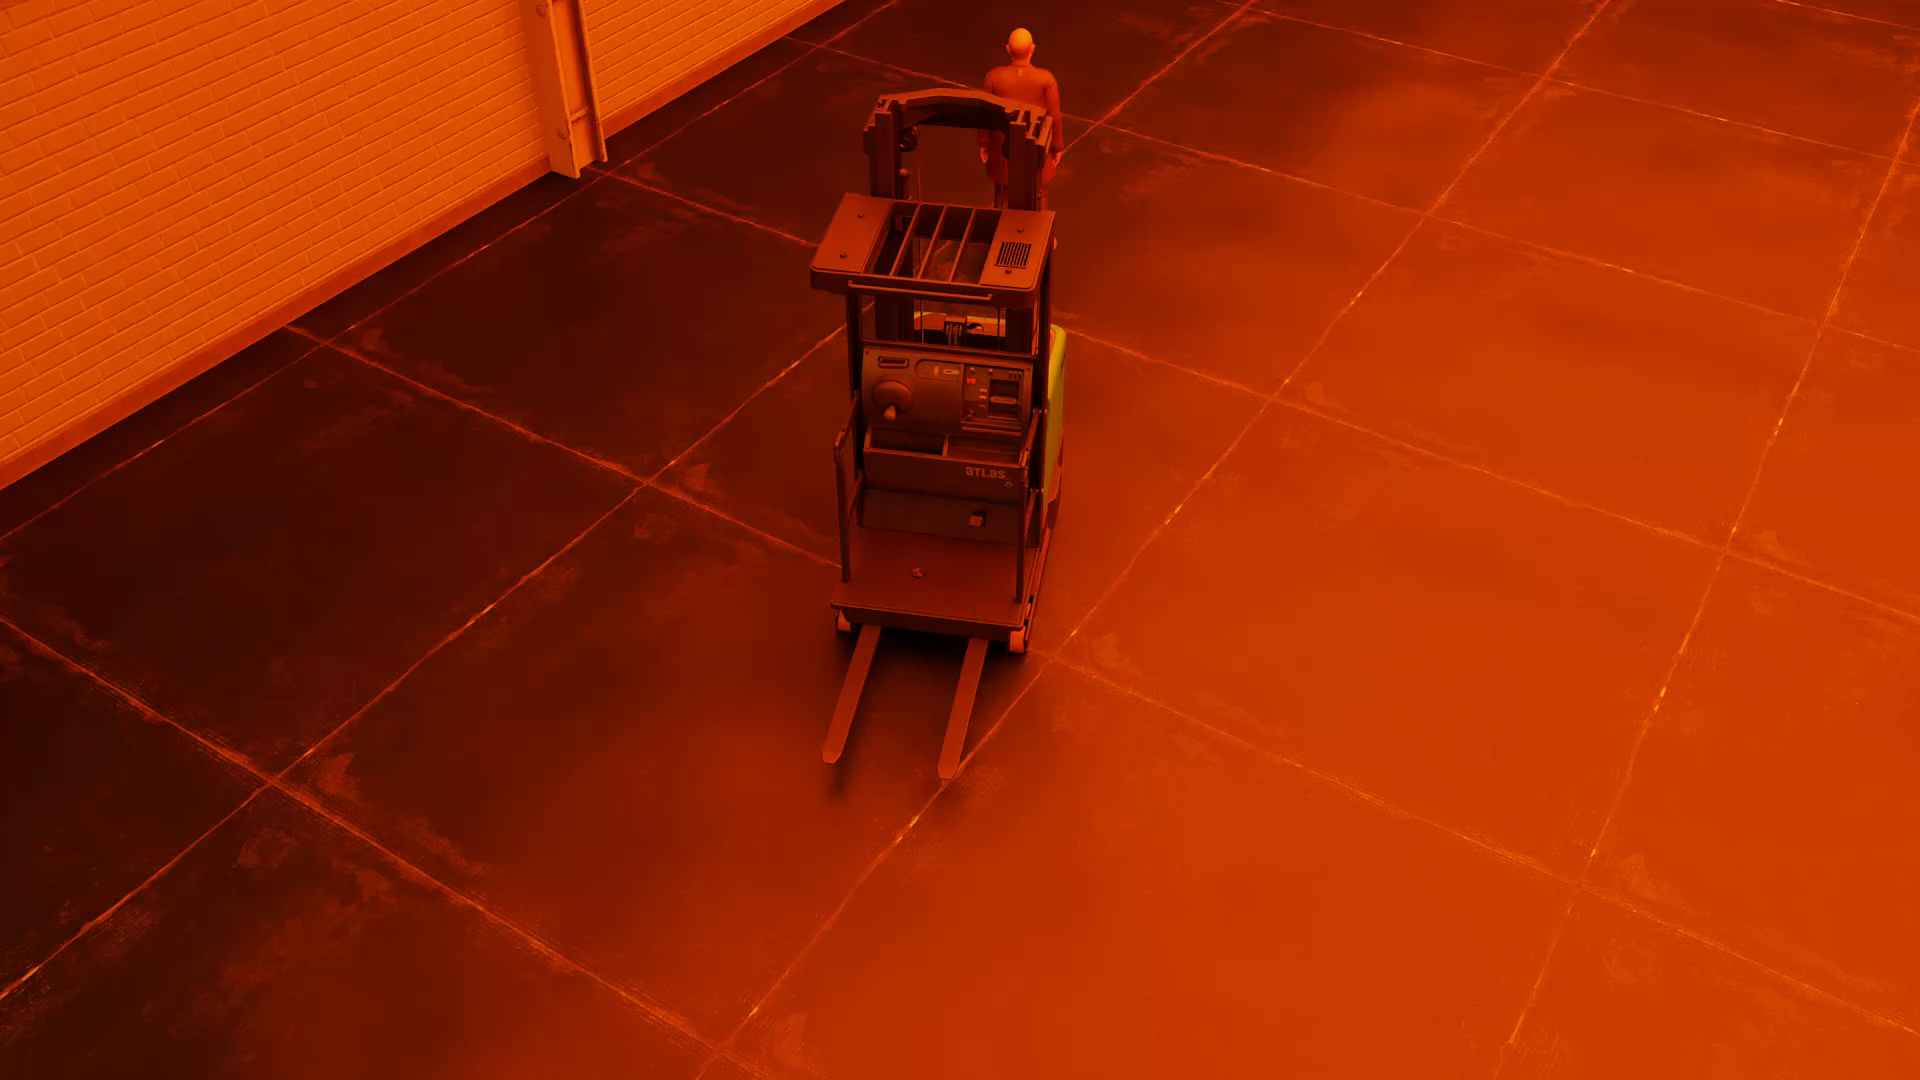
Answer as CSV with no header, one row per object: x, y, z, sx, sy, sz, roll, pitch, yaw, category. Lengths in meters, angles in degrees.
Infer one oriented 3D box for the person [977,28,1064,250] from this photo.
0.444,-2.892,12.274,0.644,1.774,0.420,6,41,7,person

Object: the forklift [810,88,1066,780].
-0.108,-0.731,8.830,1.130,2.935,3.031,7,41,8,forklift
